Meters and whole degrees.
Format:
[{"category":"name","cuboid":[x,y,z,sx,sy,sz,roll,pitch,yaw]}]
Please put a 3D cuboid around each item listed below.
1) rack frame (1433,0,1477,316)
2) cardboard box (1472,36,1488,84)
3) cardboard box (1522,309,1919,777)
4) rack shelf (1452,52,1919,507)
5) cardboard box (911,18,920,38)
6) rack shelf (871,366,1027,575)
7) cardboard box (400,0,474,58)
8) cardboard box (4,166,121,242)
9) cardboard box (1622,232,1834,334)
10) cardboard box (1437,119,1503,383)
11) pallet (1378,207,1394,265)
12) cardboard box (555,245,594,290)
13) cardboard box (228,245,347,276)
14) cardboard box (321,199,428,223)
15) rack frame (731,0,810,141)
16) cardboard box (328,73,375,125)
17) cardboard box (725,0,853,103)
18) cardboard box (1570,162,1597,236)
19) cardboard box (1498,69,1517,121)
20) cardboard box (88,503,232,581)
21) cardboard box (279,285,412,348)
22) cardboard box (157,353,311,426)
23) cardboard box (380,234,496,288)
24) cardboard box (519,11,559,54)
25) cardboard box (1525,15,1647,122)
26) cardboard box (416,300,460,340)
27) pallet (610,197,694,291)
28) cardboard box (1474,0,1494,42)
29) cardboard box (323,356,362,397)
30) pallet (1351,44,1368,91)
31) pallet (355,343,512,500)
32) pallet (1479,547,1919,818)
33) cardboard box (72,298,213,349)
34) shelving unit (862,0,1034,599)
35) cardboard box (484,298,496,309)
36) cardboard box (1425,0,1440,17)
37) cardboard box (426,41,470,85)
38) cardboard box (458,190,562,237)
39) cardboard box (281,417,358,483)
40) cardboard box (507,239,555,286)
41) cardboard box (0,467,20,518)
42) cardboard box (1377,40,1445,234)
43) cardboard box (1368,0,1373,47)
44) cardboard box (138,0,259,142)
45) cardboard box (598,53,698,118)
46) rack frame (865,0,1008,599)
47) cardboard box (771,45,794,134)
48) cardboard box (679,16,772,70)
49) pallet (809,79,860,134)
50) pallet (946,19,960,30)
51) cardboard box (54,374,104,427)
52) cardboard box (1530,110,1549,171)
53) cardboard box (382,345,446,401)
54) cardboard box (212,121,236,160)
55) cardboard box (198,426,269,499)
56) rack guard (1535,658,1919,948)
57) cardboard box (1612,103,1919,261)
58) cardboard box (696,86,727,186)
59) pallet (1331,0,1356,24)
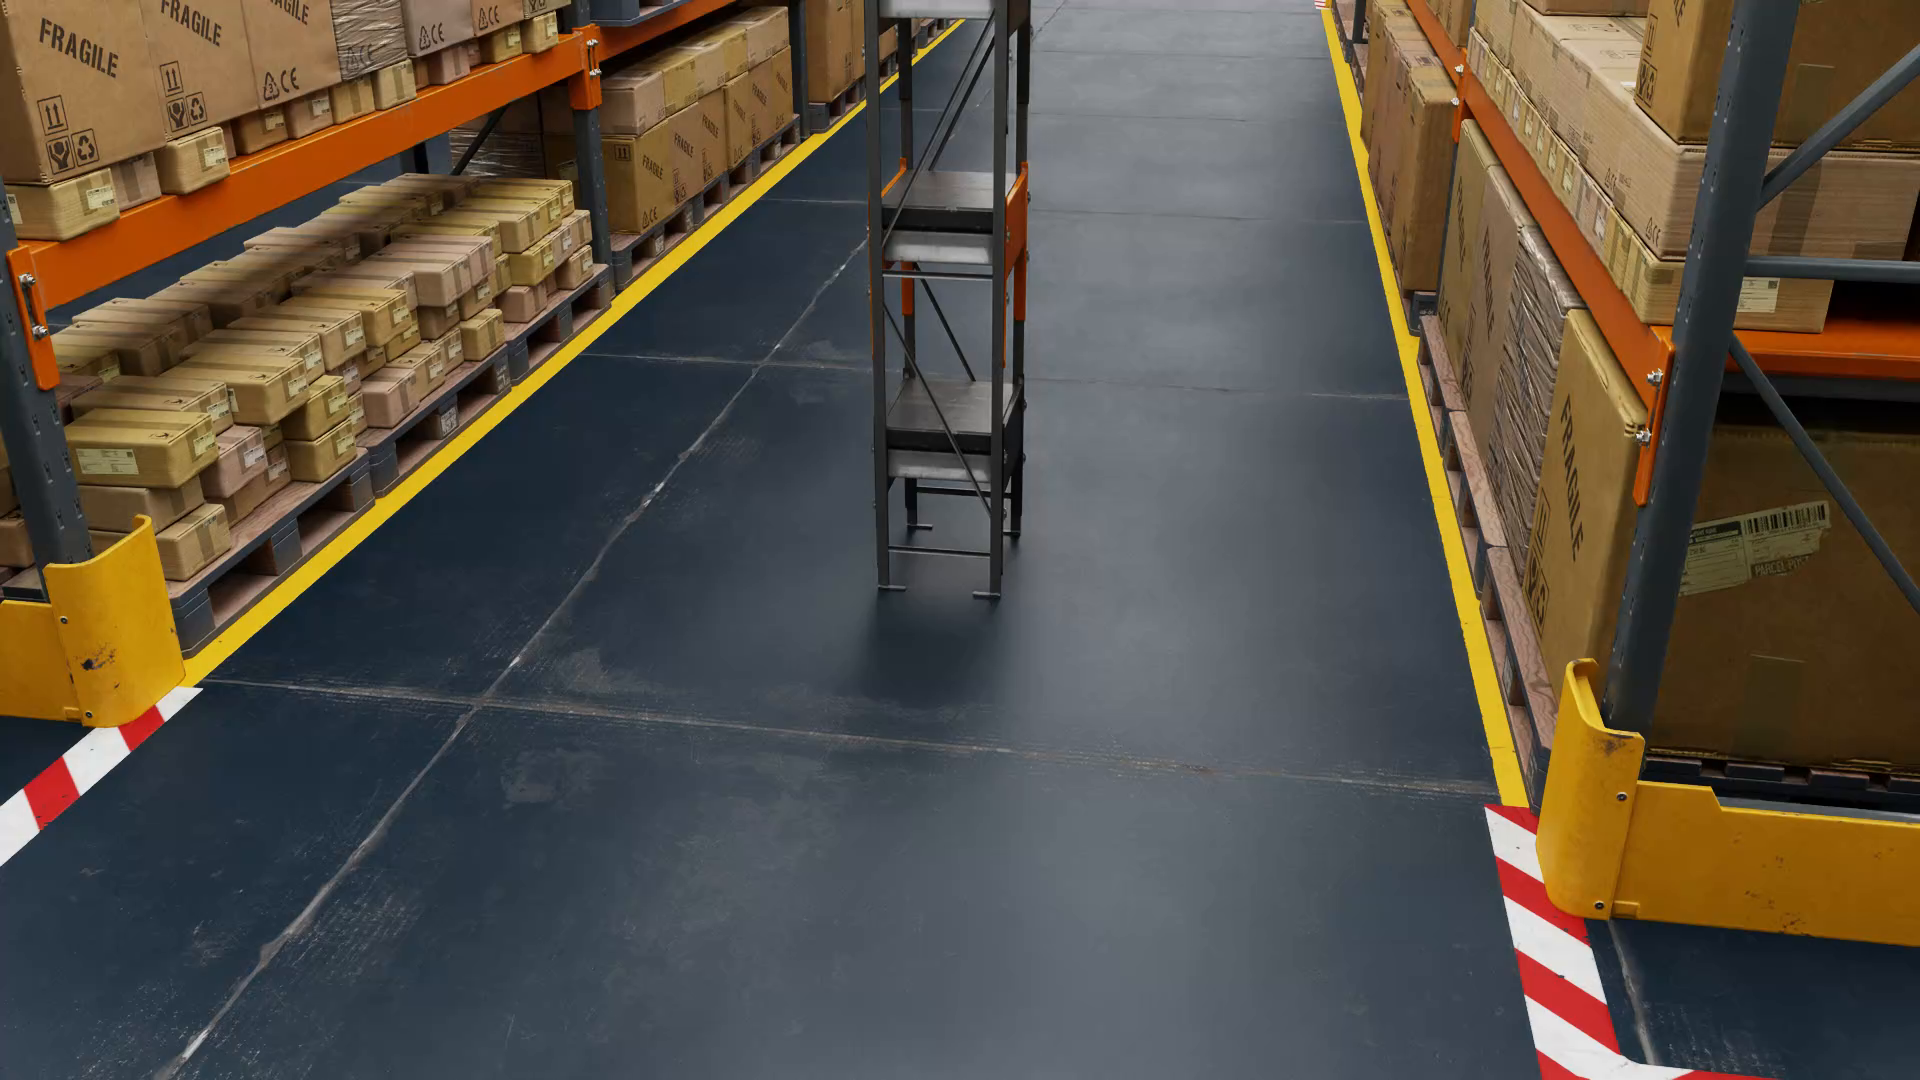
[{"category":"rack frame","cuboid":[2.647,-2.198,6.907,1.000,3.000,0.127,4,25,9]},{"category":"cardboard box","cuboid":[2.227,-1.874,6.511,0.380,0.149,0.250,3,25,7]},{"category":"cardboard box","cuboid":[2.019,-0.026,4.278,0.875,0.875,0.875,4,25,9]},{"category":"rack shelf","cuboid":[2.320,-1.036,5.273,1.077,0.370,4.000,4,25,9]},{"category":"cardboard box","cuboid":[-0.935,-4.835,14.700,1.050,0.750,0.750,4,25,8]},{"category":"rack shelf","cuboid":[-0.027,-0.235,5.460,0.431,0.518,0.480,4,25,9]},{"category":"cardboard box","cuboid":[-2.199,-2.117,6.266,0.500,0.500,0.500,4,25,8]},{"category":"cardboard box","cuboid":[-2.508,-0.910,4.452,0.380,0.149,0.250,4,25,8]},{"category":"cardboard box","cuboid":[1.726,-0.583,3.753,0.380,0.149,0.250,5,25,10]},{"category":"cardboard box","cuboid":[2.460,-1.155,6.691,0.875,0.875,0.875,4,25,9]},{"category":"pallet","cuboid":[2.895,-1.775,9.292,1.003,0.211,1.213,4,25,9]},{"category":"cardboard box","cuboid":[-1.958,-1.295,7.846,0.380,0.149,0.250,4,25,9]},{"category":"cardboard box","cuboid":[-2.692,-1.071,6.666,0.380,0.149,0.250,3,25,6]},{"category":"cardboard box","cuboid":[-2.587,-1.402,7.373,0.380,0.149,0.250,4,25,8]},{"category":"rack frame","cuboid":[-1.576,-4.257,11.306,1.000,3.000,0.127,4,25,9]},{"category":"cardboard box","cuboid":[-2.303,-1.566,5.853,0.380,0.149,0.250,5,26,10]},{"category":"cardboard box","cuboid":[-1.388,-3.677,12.225,1.050,0.750,0.750,4,25,8]},{"category":"cardboard box","cuboid":[1.851,-0.902,4.434,0.380,0.149,0.250,4,25,9]},{"category":"cardboard box","cuboid":[2.102,-1.546,5.812,0.380,0.149,0.250,4,25,8]},{"category":"cardboard box","cuboid":[-2.482,-0.007,5.094,0.380,0.149,0.250,5,25,10]},{"category":"cardboard box","cuboid":[-2.268,-0.827,6.144,0.380,0.149,0.250,4,25,9]},{"category":"cardboard box","cuboid":[-2.369,-0.495,5.435,0.380,0.149,0.250,4,25,8]},{"category":"cardboard box","cuboid":[-2.140,-1.148,6.831,0.380,0.149,0.250,3,25,6]},{"category":"cardboard box","cuboid":[-1.981,-2.219,7.249,0.380,0.149,0.250,3,25,7]},{"category":"cardboard box","cuboid":[2.058,-1.456,5.148,0.500,0.250,0.500,4,25,9]},{"category":"cardboard box","cuboid":[-2.250,-0.920,6.693,0.380,0.149,0.250,3,25,6]},{"category":"pallet","cuboid":[-2.104,-1.647,9.019,1.003,0.211,1.213,4,25,9]},{"category":"cardboard box","cuboid":[2.311,-2.086,6.495,0.500,0.250,0.500,4,25,8]},{"category":"cardboard box","cuboid":[-2.393,-0.582,5.973,0.380,0.149,0.250,3,25,6]},{"category":"pallet","cuboid":[3.828,-3.955,13.951,1.003,0.211,1.213,4,25,9]},{"category":"pallet","cuboid":[-2.502,-0.526,6.624,1.003,0.211,1.213,4,25,9]},{"category":"pallet","cuboid":[2.046,0.398,4.650,1.003,0.211,1.213,4,25,9]},{"category":"cardboard box","cuboid":[-2.939,-0.757,5.994,0.380,0.149,0.250,5,26,10]},{"category":"shelving unit","cuboid":[-0.027,-0.882,5.157,0.431,2.100,0.503,4,25,9]},{"category":"cardboard box","cuboid":[-2.226,-0.976,7.164,0.380,0.149,0.250,3,25,7]},{"category":"cardboard box","cuboid":[2.620,-2.883,8.253,0.500,0.500,0.500,4,25,8]},{"category":"cardboard box","cuboid":[-2.164,-1.890,6.545,0.380,0.149,0.250,3,25,6]},{"category":"cardboard box","cuboid":[-2.034,-1.476,7.530,0.380,0.149,0.250,4,25,9]},{"category":"cardboard box","cuboid":[-2.337,-0.326,5.775,0.380,0.149,0.250,4,25,9]},{"category":"cardboard box","cuboid":[-2.026,-1.236,7.370,0.380,0.149,0.250,3,25,7]},{"category":"cardboard box","cuboid":[-3.079,-0.185,5.124,0.380,0.149,0.250,3,25,7]},{"category":"cardboard box","cuboid":[2.877,-2.069,8.642,1.225,0.875,0.875,3,25,7]},{"category":"cardboard box","cuboid":[3.832,-4.356,13.947,0.700,0.500,0.500,2,25,4]},{"category":"cardboard box","cuboid":[-2.476,-1.485,4.916,0.500,0.500,0.500,4,25,9]},{"category":"cardboard box","cuboid":[-1.764,-2.495,9.111,0.500,0.250,0.500,5,25,10]},{"category":"rack frame","cuboid":[-0.067,-0.780,4.939,0.400,2.100,0.015,4,25,9]},{"category":"cardboard box","cuboid":[-1.426,-3.021,11.120,0.500,0.500,0.500,4,25,8]},{"category":"cardboard box","cuboid":[-1.501,-3.138,10.485,0.500,0.250,0.500,4,25,9]},{"category":"pallet","cuboid":[-1.373,-3.318,12.590,1.003,0.211,1.213,4,25,9]},{"category":"pallet","cuboid":[-0.524,-5.491,17.232,1.003,0.211,1.213,4,25,9]},{"category":"cardboard box","cuboid":[-2.950,-0.419,5.274,0.380,0.149,0.250,5,25,10]},{"category":"cardboard box","cuboid":[1.976,-1.222,5.119,0.380,0.149,0.250,5,25,10]},{"category":"cardboard box","cuboid":[-2.243,-0.655,6.478,0.380,0.149,0.250,4,25,9]},{"category":"cardboard box","cuboid":[-2.503,-1.246,5.170,0.380,0.149,0.250,5,26,11]},{"category":"cardboard box","cuboid":[-2.445,-0.257,5.277,0.380,0.149,0.250,4,25,8]},{"category":"rack guard","cuboid":[1.989,0.617,3.842,1.175,0.500,0.348,4,25,9]},{"category":"cardboard box","cuboid":[1.810,-0.813,3.774,0.500,0.250,0.500,4,25,8]},{"category":"cardboard box","cuboid":[-1.691,-2.374,9.737,0.500,0.500,0.500,4,25,9]},{"category":"pallet","cuboid":[4.428,-5.585,17.432,1.003,0.211,1.213,4,25,9]}]
